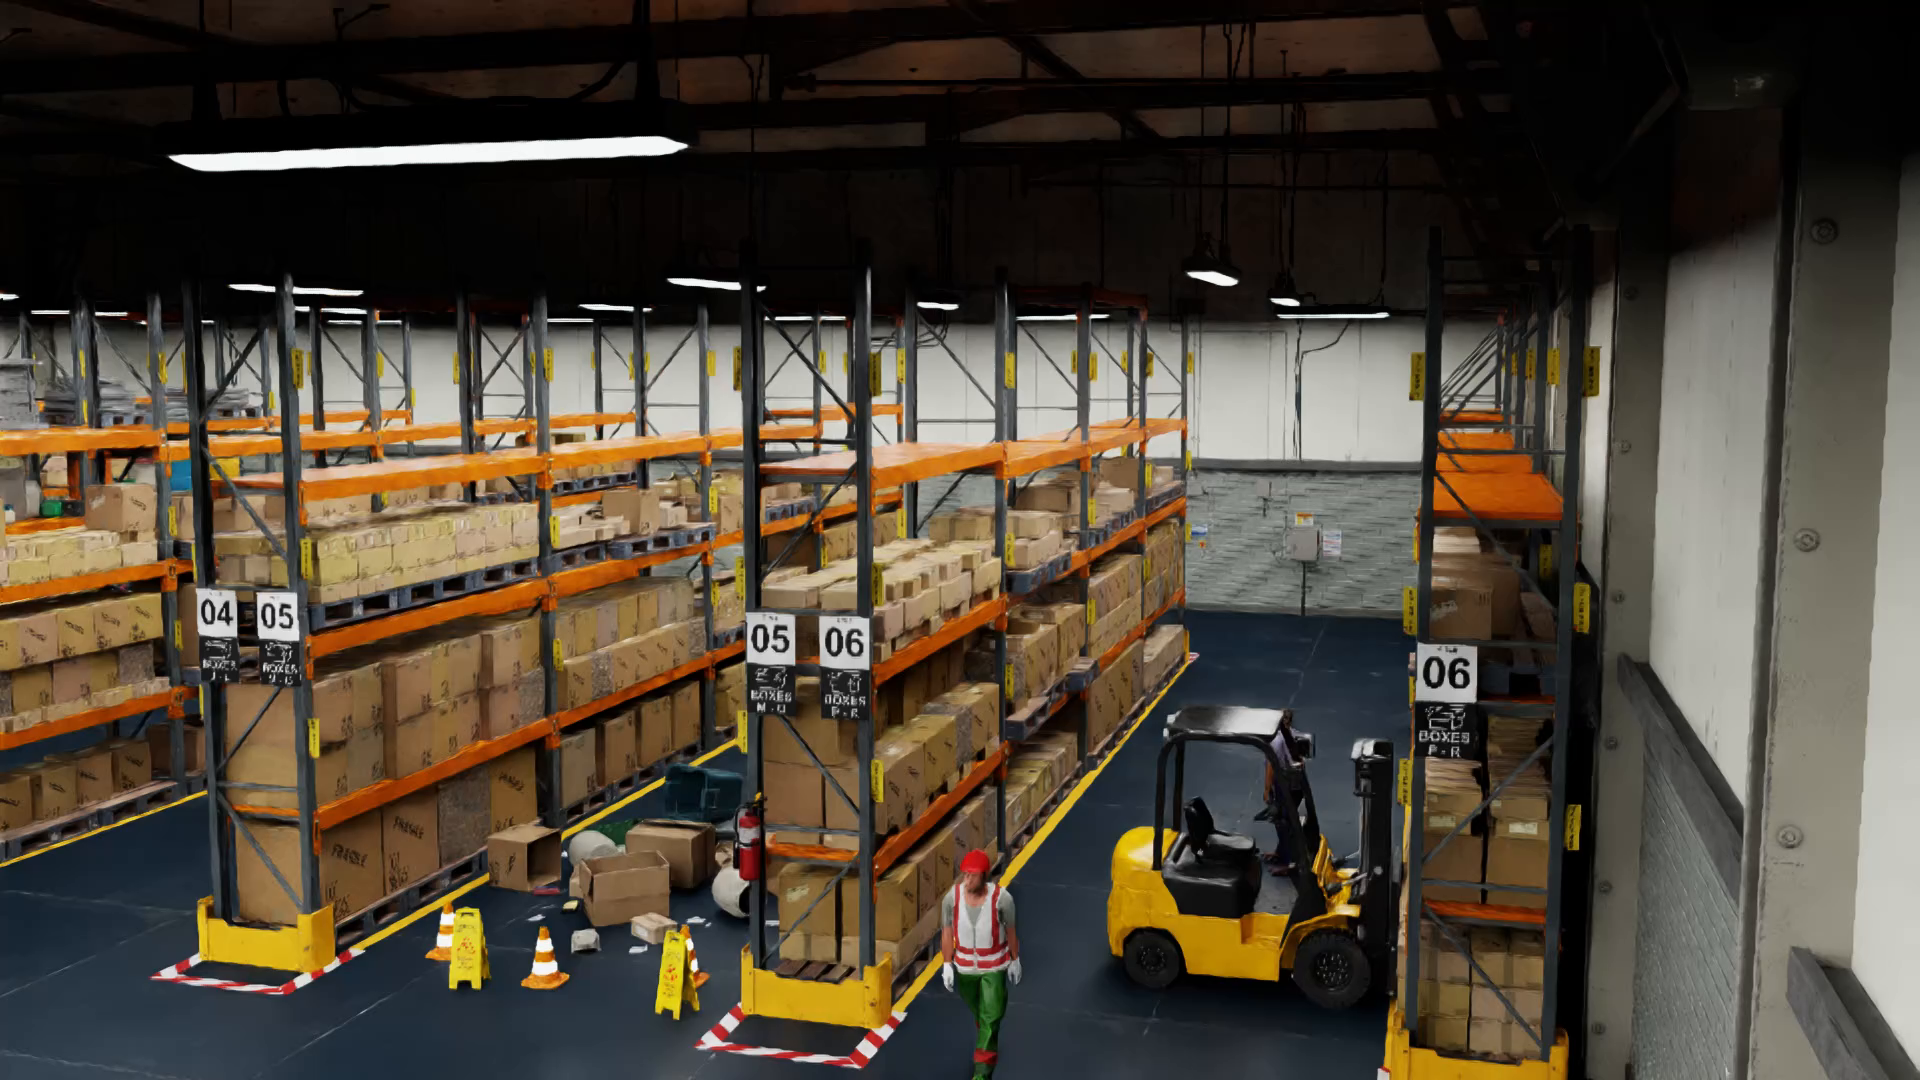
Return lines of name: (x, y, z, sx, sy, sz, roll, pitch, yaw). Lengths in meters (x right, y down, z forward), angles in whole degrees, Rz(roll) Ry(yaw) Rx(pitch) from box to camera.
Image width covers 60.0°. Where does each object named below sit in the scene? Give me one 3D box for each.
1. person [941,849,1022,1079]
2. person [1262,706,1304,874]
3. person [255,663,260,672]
person: (0.121, 2.998, 11.703, 0.553, 1.709, 1.123, 2, 7, 18)
person: (3.235, 2.474, 16.710, 0.558, 1.641, 0.590, 6, 9, 43)
person: (-8.026, 2.200, 19.345, 0.406, 1.600, 0.468, -2, 7, -14)
